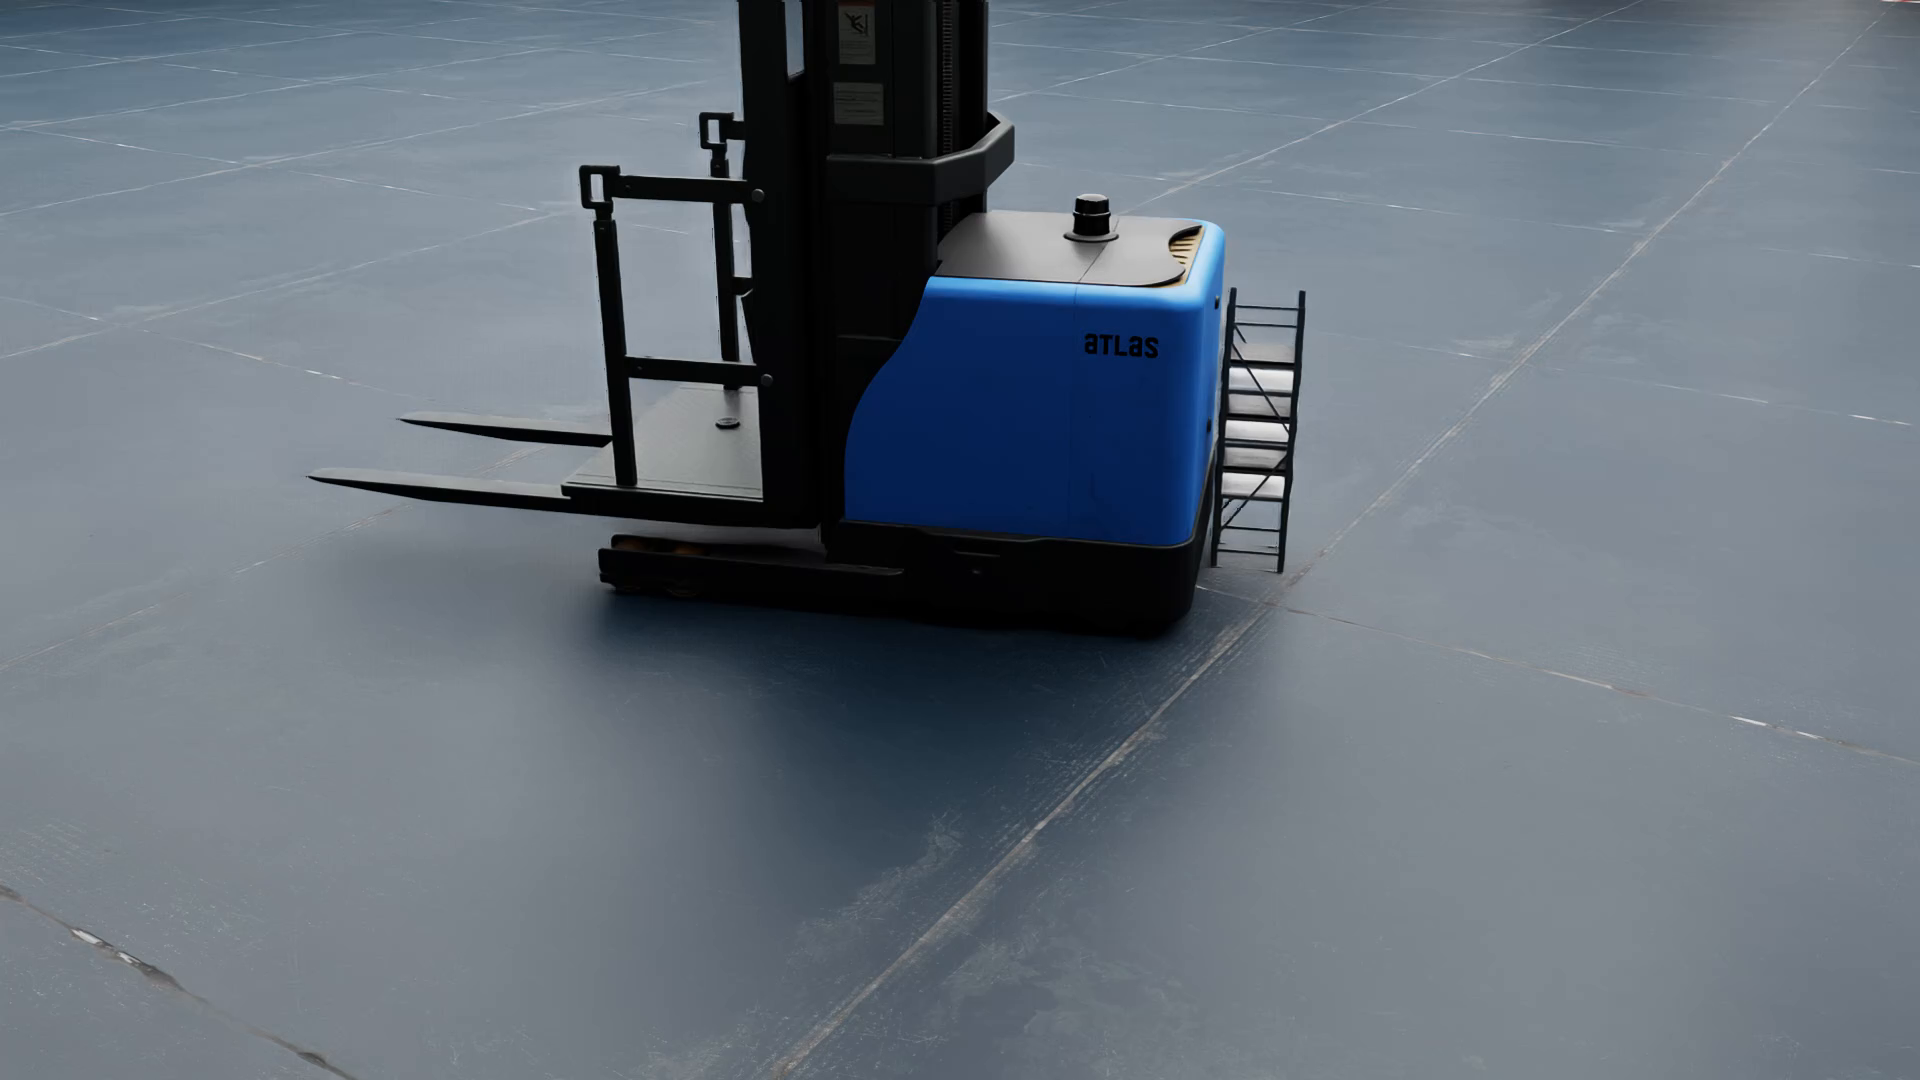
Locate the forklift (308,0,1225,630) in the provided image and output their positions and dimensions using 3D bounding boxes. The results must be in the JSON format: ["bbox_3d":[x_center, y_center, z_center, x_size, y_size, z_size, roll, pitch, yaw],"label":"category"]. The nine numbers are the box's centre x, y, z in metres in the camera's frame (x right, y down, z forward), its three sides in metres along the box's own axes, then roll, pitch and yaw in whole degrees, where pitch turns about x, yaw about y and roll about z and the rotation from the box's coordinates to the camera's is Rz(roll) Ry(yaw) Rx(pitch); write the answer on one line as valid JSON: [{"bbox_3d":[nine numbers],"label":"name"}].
[{"bbox_3d":[-0.687,-1.360,5.201,3.031,2.935,1.130,5,24,11],"label":"forklift"}]

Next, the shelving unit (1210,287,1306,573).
[{"bbox_3d":[0.971,-0.353,5.434,0.258,0.900,0.210,4,24,10],"label":"shelving unit"}]

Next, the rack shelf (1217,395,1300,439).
[{"bbox_3d":[0.971,-0.405,5.411,0.258,0.077,0.200,4,24,10],"label":"rack shelf"}]

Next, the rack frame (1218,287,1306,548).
[{"bbox_3d":[0.990,-0.393,5.525,0.240,0.900,0.006,4,24,10],"label":"rack frame"}]

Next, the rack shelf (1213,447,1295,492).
[{"bbox_3d":[0.971,-0.240,5.483,0.258,0.077,0.200,4,24,10],"label":"rack shelf"}]

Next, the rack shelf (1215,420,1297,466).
[{"bbox_3d":[0.971,-0.323,5.447,0.258,0.077,0.200,4,24,10],"label":"rack shelf"}]

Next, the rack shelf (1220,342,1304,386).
[{"bbox_3d":[0.971,-0.571,5.339,0.258,0.077,0.200,4,24,10],"label":"rack shelf"}]

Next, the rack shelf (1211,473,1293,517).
[{"bbox_3d":[0.971,-0.158,5.518,0.258,0.077,0.200,4,24,10],"label":"rack shelf"}]

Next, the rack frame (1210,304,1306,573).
[{"bbox_3d":[0.951,-0.314,5.342,0.240,0.900,0.006,4,24,10],"label":"rack frame"}]

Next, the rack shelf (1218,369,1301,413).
[{"bbox_3d":[0.971,-0.488,5.375,0.258,0.077,0.200,4,24,10],"label":"rack shelf"}]
